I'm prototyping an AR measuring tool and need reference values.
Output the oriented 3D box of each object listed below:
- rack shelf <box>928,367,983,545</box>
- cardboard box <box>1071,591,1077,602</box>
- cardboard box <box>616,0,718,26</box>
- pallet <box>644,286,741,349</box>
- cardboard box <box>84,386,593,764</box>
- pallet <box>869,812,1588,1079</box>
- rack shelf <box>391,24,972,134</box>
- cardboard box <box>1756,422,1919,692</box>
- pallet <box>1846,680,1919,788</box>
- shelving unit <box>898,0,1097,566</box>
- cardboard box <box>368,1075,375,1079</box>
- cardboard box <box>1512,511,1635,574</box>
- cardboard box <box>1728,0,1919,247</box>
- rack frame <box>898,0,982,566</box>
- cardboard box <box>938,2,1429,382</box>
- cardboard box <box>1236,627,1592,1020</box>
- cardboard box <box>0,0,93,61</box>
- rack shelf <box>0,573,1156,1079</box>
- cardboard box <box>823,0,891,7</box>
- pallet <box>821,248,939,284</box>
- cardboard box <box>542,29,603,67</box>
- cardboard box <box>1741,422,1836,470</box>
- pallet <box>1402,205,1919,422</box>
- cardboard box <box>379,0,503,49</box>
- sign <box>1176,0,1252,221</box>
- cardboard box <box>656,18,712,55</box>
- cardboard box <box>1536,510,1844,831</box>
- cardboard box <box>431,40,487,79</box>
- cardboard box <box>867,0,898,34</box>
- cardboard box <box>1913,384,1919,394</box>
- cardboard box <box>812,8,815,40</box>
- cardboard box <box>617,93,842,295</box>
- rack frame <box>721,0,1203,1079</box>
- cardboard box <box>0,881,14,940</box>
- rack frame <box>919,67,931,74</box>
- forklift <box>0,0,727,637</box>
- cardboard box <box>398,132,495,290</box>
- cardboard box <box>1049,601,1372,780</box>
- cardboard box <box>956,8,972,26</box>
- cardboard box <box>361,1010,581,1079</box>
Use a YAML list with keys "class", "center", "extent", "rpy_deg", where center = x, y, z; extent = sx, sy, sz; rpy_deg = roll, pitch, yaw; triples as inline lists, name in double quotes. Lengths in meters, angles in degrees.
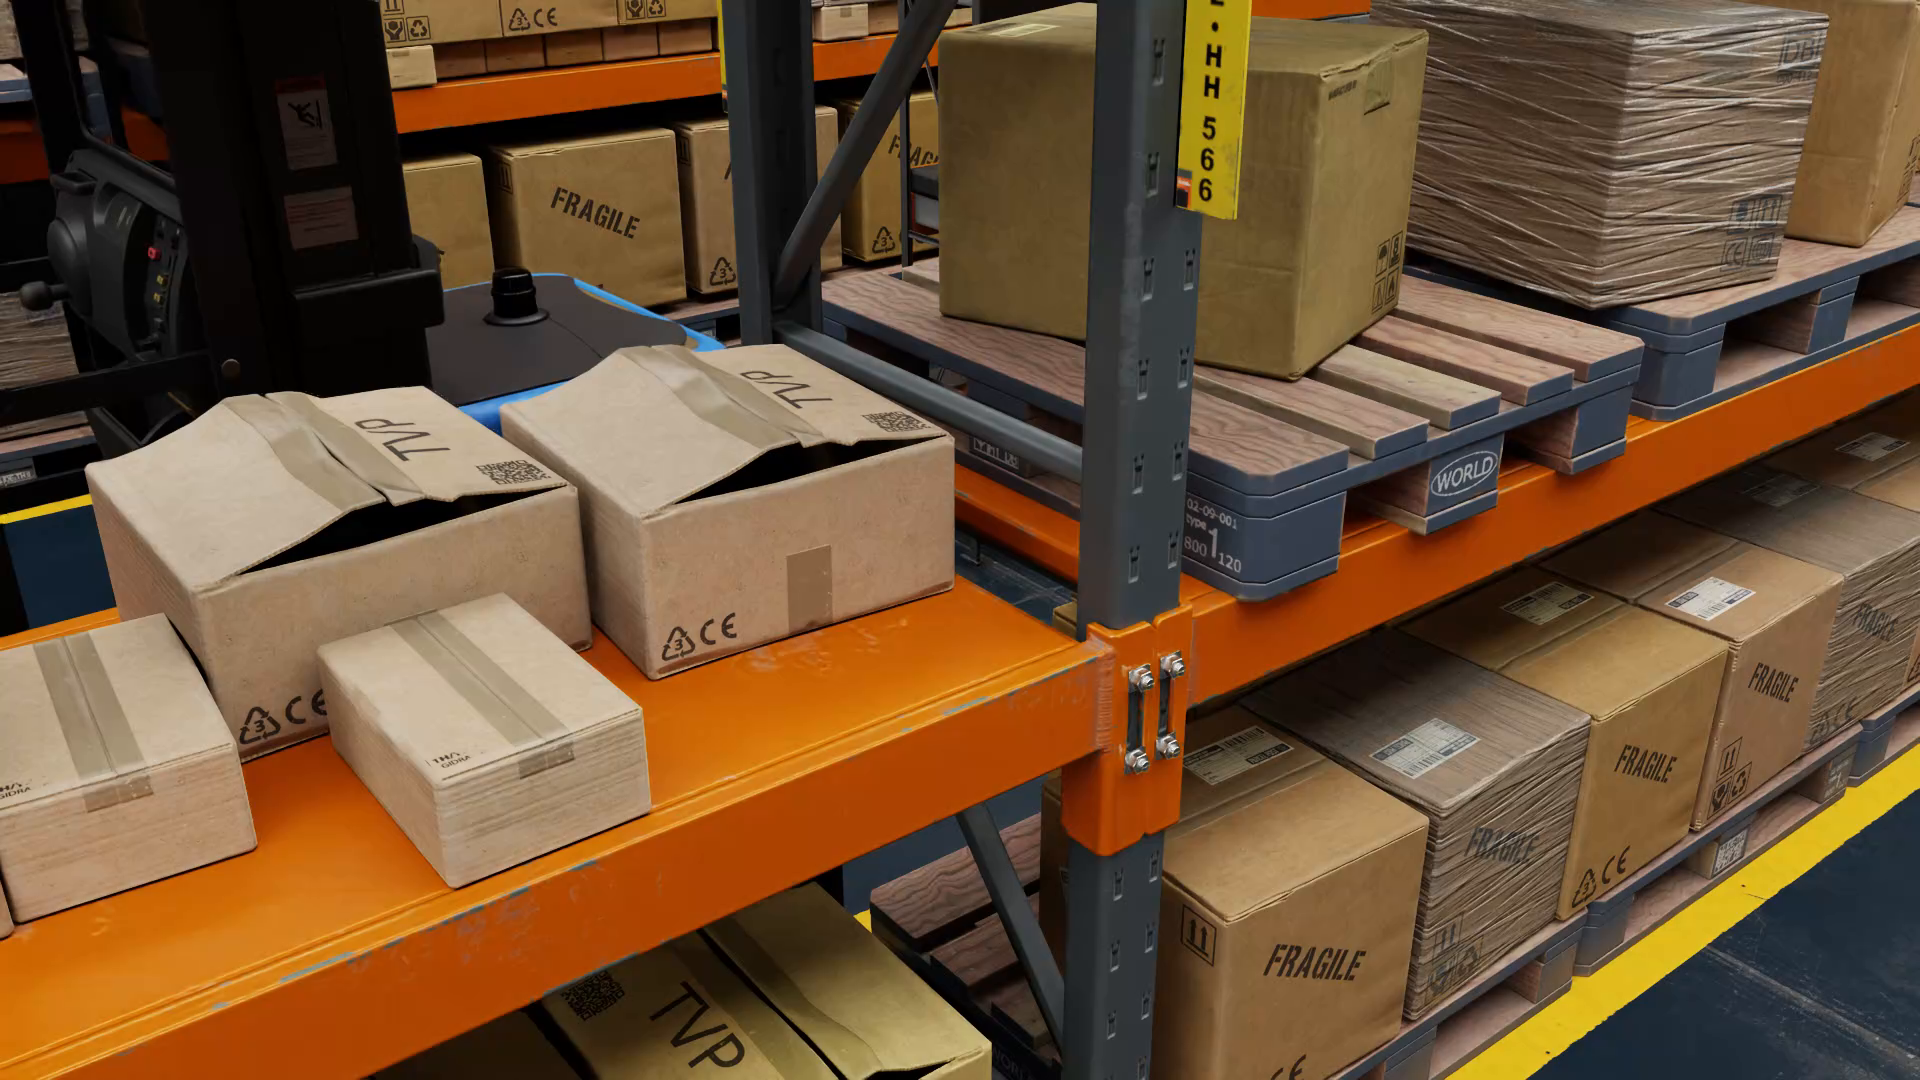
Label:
- class: "rack shelf"
  center: [0.130, -0.348, 5.701]
  extent: [0.480, 0.518, 0.431]
  rpy_deg: [-18, 31, -34]
- class: "cardboard box"
  center: [0.594, 0.044, 3.647]
  extent: [0.500, 0.250, 0.500]
  rpy_deg: [-17, 30, -32]
- class: "cardboard box"
  center: [-1.344, -2.483, 7.041]
  extent: [0.500, 0.500, 0.500]
  rpy_deg: [-17, 30, -33]
- class: "pallet"
  center: [-1.472, -1.083, 7.833]
  extent: [1.213, 0.211, 1.003]
  rpy_deg: [-18, 31, -34]
- class: "cardboard box"
  center: [-0.862, -0.004, 2.302]
  extent: [0.500, 0.311, 0.500]
  rpy_deg: [-19, 31, -35]
- class: "pallet"
  center: [0.572, 0.871, 3.624]
  extent: [1.213, 0.211, 1.003]
  rpy_deg: [-18, 31, -34]
- class: "rack shelf"
  center: [-1.524, -2.046, 7.450]
  extent: [4.000, 0.370, 1.077]
  rpy_deg: [-18, 31, -34]
- class: "cardboard box"
  center: [2.504, 0.031, 4.567]
  extent: [0.500, 0.500, 0.500]
  rpy_deg: [-18, 30, -34]
- class: "pallet"
  center: [2.492, 0.237, 4.989]
  extent: [1.213, 0.211, 1.003]
  rpy_deg: [-18, 31, -34]
- class: "shelving unit"
  center: [0.130, -0.995, 5.401]
  extent: [0.503, 2.100, 0.431]
  rpy_deg: [-18, 31, -34]
- class: "cardboard box"
  center: [-1.040, 0.767, 2.634]
  extent: [0.500, 0.311, 0.500]
  rpy_deg: [-19, 31, -35]
- class: "cardboard box"
  center: [1.369, 0.128, 4.358]
  extent: [0.500, 0.500, 0.500]
  rpy_deg: [-20, 31, -36]
- class: "cardboard box"
  center: [1.757, -1.008, 3.742]
  extent: [0.700, 0.500, 0.500]
  rpy_deg: [18, 30, 33]
- class: "rack frame"
  center: [-0.062, -0.932, 5.264]
  extent: [0.015, 2.100, 0.400]
  rpy_deg: [-18, 31, -34]
- class: "cardboard box"
  center: [0.388, -0.650, 2.969]
  extent: [0.700, 0.500, 0.500]
  rpy_deg: [15, 29, 29]
- class: "cardboard box"
  center: [0.905, 0.560, 3.427]
  extent: [0.500, 0.500, 0.500]
  rpy_deg: [-20, 31, -36]
- class: "cardboard box"
  center: [-3.462, -1.972, 5.796]
  extent: [0.500, 0.500, 0.700]
  rpy_deg: [-23, 33, -40]
- class: "rack shelf"
  center: [-1.612, 0.633, 1.678]
  extent: [4.000, 0.370, 1.077]
  rpy_deg: [-18, 31, -34]
- class: "cardboard box"
  center: [-0.554, -2.742, 7.599]
  extent: [0.500, 0.500, 0.500]
  rpy_deg: [-18, 30, -34]
- class: "pallet"
  center: [-0.511, -1.402, 8.520]
  extent: [1.213, 0.211, 1.003]
  rpy_deg: [-18, 31, -34]
- class: "cardboard box"
  center: [-1.701, -2.100, 6.987]
  extent: [0.250, 0.149, 0.380]
  rpy_deg: [-18, 30, -33]
- class: "cardboard box"
  center: [2.165, -0.131, 4.915]
  extent: [0.500, 0.500, 0.500]
  rpy_deg: [-18, 30, -33]
- class: "pallet"
  center: [1.489, -0.633, 3.778]
  extent: [1.213, 0.211, 1.003]
  rpy_deg: [-18, 31, -34]
- class: "cardboard box"
  center: [-2.140, -2.217, 6.467]
  extent: [0.500, 0.500, 0.500]
  rpy_deg: [-17, 30, -32]
- class: "sign"
  center: [0.307, -0.555, 2.008]
  extent: [0.005, 0.325, 0.100]
  rpy_deg: [-18, 31, -34]
- class: "cardboard box"
  center: [-1.285, -2.225, 7.255]
  extent: [0.250, 0.149, 0.380]
  rpy_deg: [-17, 30, -32]
- class: "cardboard box"
  center: [1.710, 0.294, 4.000]
  extent: [0.500, 0.500, 0.500]
  rpy_deg: [-19, 31, -36]
- class: "cardboard box"
  center: [-2.109, -1.967, 6.699]
  extent: [0.250, 0.149, 0.380]
  rpy_deg: [-19, 31, -35]
- class: "cardboard box"
  center: [-0.457, -2.480, 7.805]
  extent: [0.250, 0.149, 0.380]
  rpy_deg: [-17, 30, -32]
- class: "cardboard box"
  center: [3.383, -0.560, 5.839]
  extent: [0.500, 0.500, 0.500]
  rpy_deg: [-18, 31, -34]
- class: "cardboard box"
  center: [-0.862, -2.350, 7.525]
  extent: [0.250, 0.149, 0.380]
  rpy_deg: [-18, 31, -34]
- class: "cardboard box"
  center: [-1.079, -1.664, 7.826]
  extent: [0.750, 0.750, 0.750]
  rpy_deg: [-17, 30, -33]
- class: "rack frame"
  center: [-0.038, -0.213, 2.646]
  extent: [0.127, 3.000, 1.000]
  rpy_deg: [-18, 31, -34]
- class: "cardboard box"
  center: [-1.349, 0.183, 1.674]
  extent: [0.500, 0.500, 0.500]
  rpy_deg: [-20, 32, -37]
- class: "rack frame"
  center: [0.050, -2.892, 8.418]
  extent: [0.127, 3.000, 1.000]
  rpy_deg: [-18, 31, -34]
- class: "forklift"
  center: [-2.024, -0.611, 3.586]
  extent: [3.031, 2.935, 1.130]
  rpy_deg: [-20, 31, -36]
- class: "cardboard box"
  center: [-2.439, -1.216, 6.861]
  extent: [0.750, 0.750, 0.750]
  rpy_deg: [-19, 31, -35]
- class: "cardboard box"
  center: [0.553, 0.401, 3.770]
  extent: [0.500, 0.500, 0.500]
  rpy_deg: [-17, 30, -32]
- class: "cardboard box"
  center: [-0.042, -2.606, 8.076]
  extent: [0.250, 0.149, 0.380]
  rpy_deg: [-18, 30, -34]
- class: "cardboard box"
  center: [-0.704, 0.944, 2.253]
  extent: [0.500, 0.311, 0.500]
  rpy_deg: [-19, 31, -35]
